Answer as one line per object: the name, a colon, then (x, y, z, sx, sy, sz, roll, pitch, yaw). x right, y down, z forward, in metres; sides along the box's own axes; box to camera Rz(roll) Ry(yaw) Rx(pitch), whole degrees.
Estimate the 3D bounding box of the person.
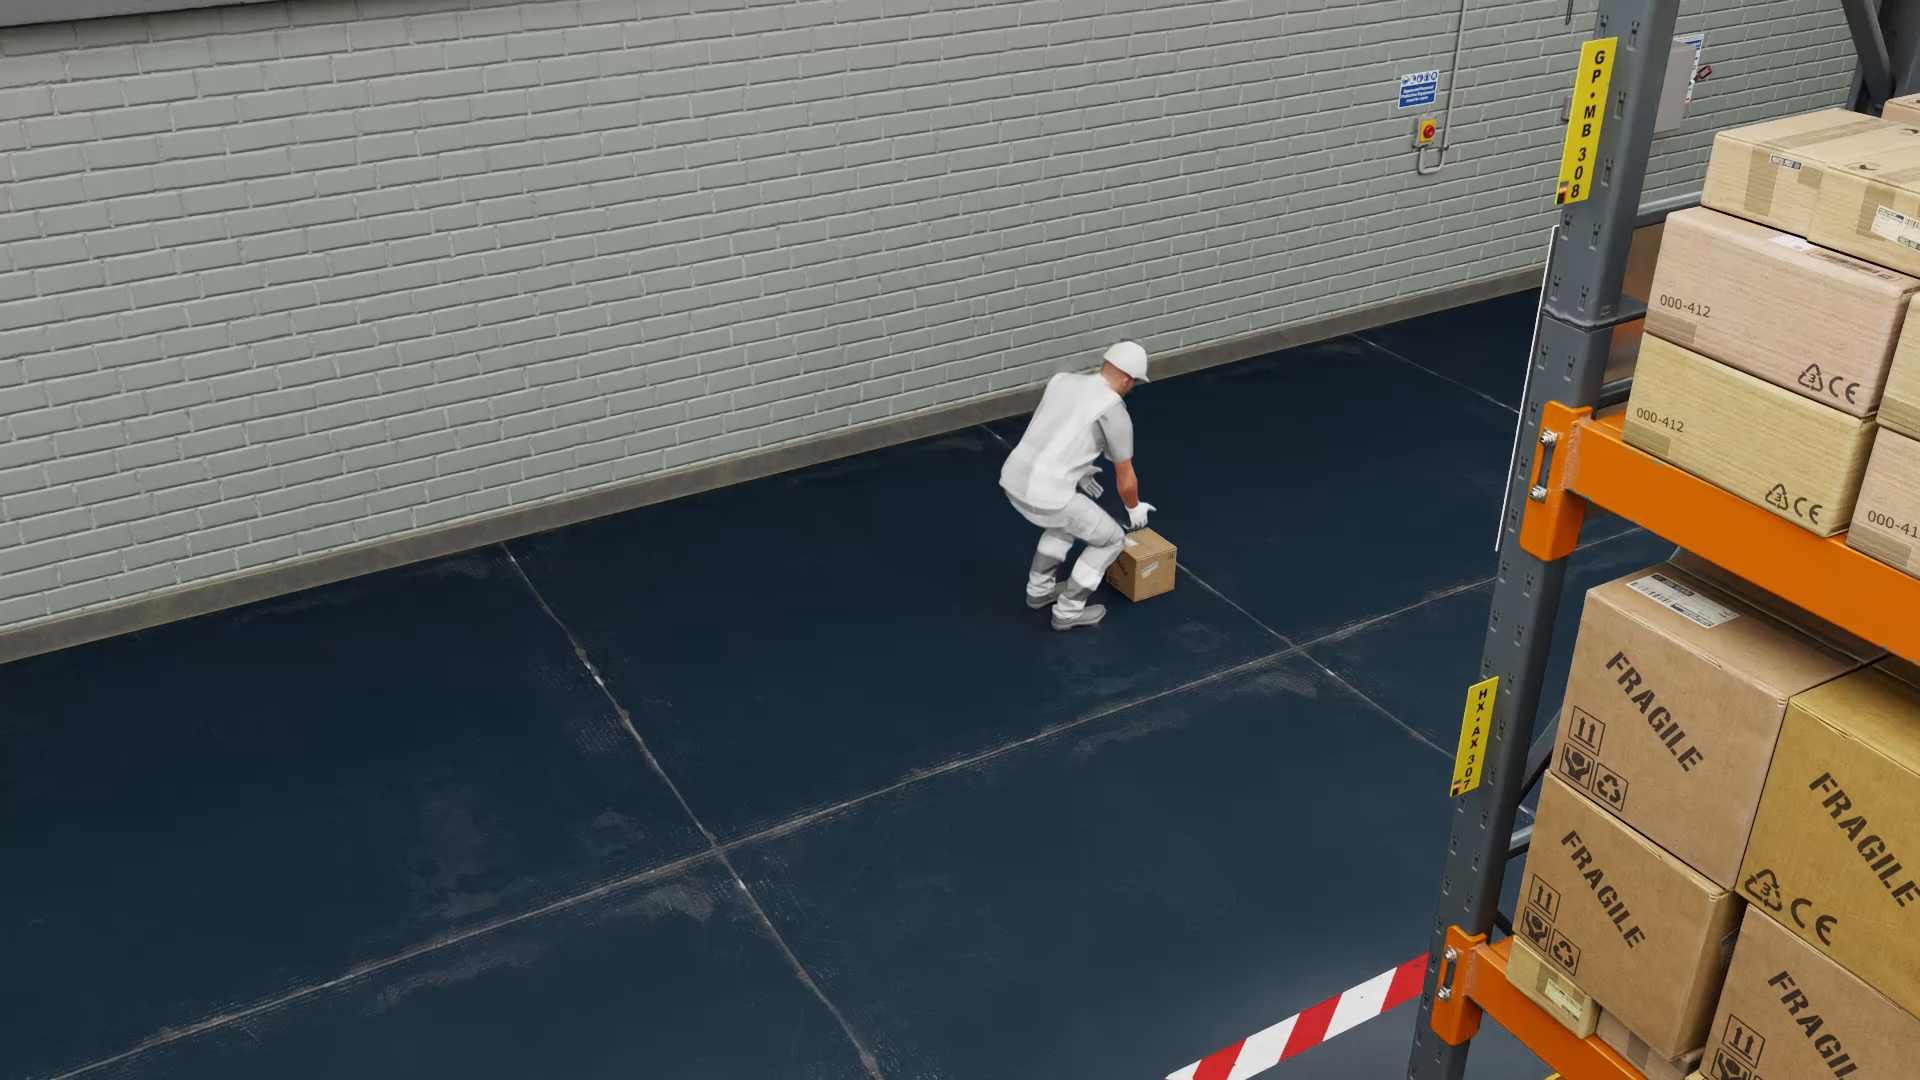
person: (0.558, -0.275, 8.058, 0.795, 1.351, 0.584, -16, 32, -26)
